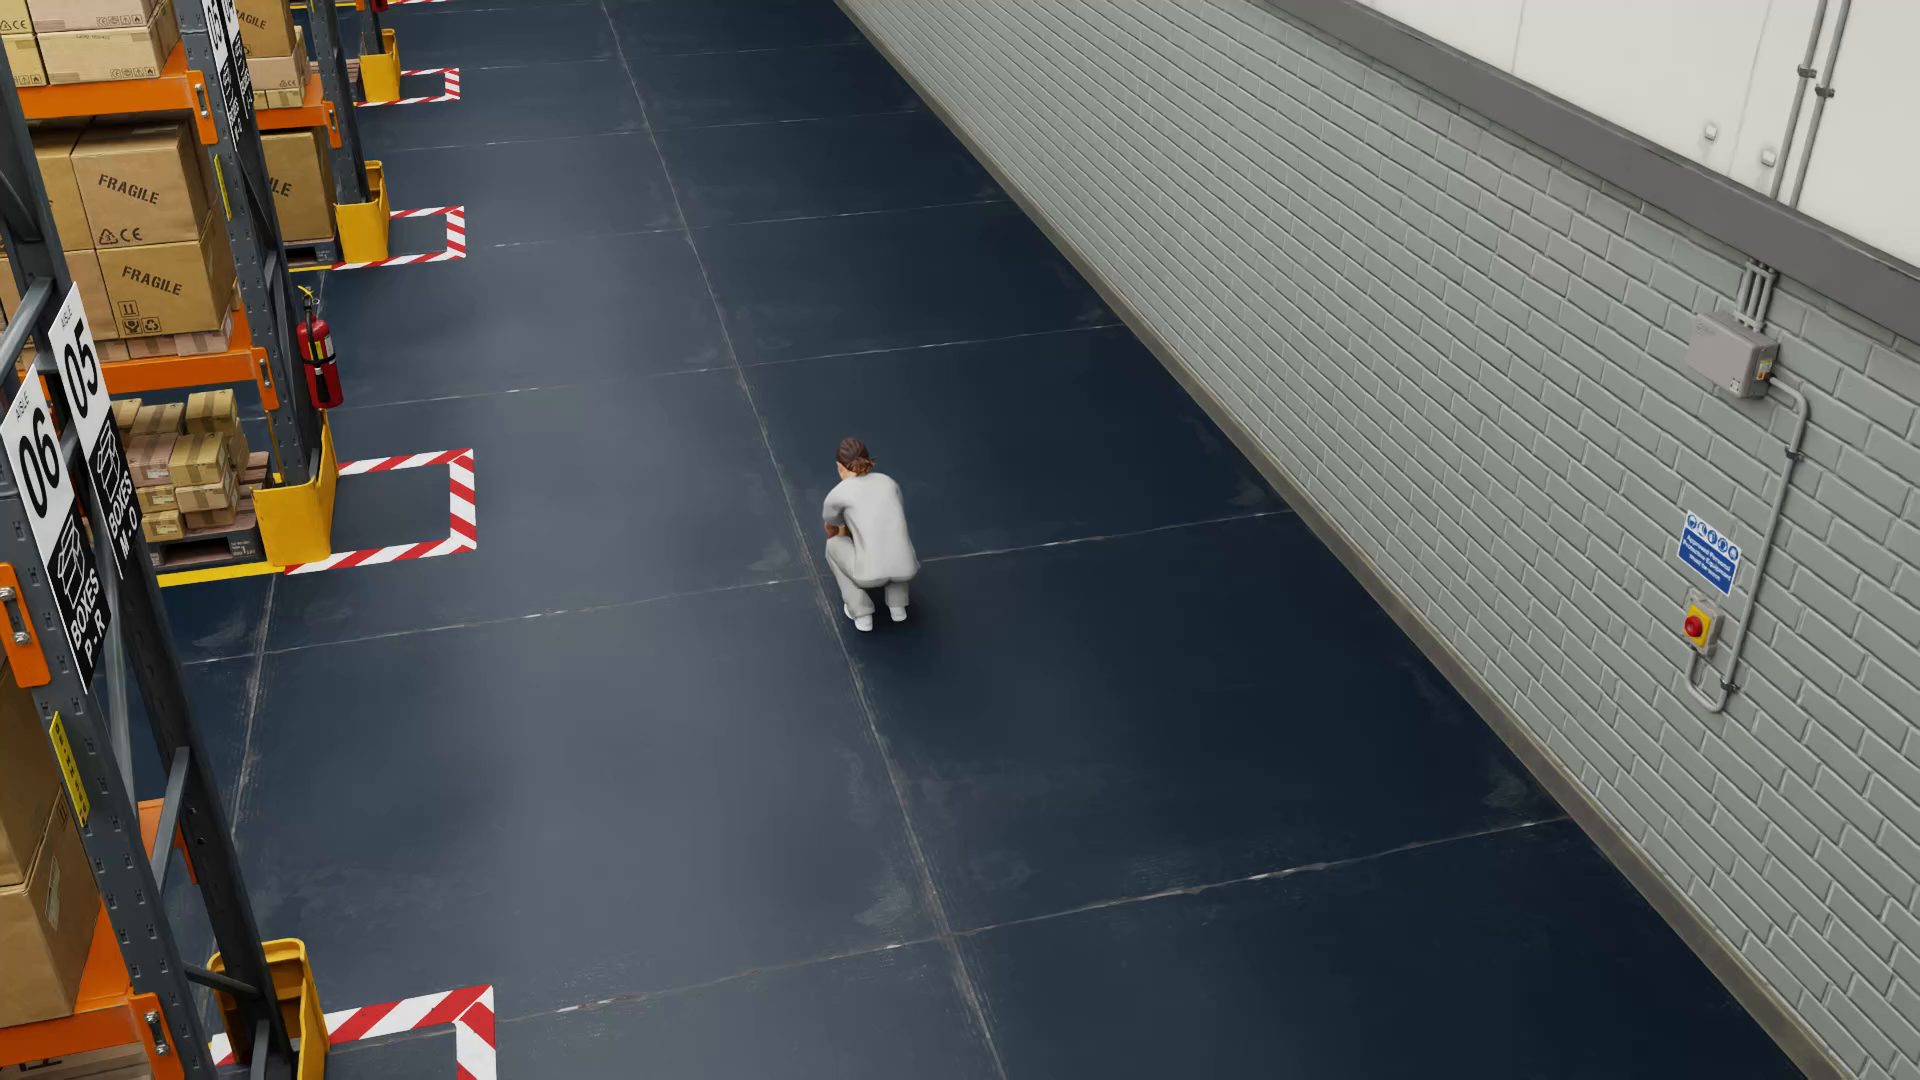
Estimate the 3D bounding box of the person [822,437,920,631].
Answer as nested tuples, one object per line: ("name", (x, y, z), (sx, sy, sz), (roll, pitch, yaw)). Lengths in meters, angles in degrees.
("person", (-0.489, -0.042, 9.054), (0.477, 0.927, 0.804), (-8, 31, -13))
